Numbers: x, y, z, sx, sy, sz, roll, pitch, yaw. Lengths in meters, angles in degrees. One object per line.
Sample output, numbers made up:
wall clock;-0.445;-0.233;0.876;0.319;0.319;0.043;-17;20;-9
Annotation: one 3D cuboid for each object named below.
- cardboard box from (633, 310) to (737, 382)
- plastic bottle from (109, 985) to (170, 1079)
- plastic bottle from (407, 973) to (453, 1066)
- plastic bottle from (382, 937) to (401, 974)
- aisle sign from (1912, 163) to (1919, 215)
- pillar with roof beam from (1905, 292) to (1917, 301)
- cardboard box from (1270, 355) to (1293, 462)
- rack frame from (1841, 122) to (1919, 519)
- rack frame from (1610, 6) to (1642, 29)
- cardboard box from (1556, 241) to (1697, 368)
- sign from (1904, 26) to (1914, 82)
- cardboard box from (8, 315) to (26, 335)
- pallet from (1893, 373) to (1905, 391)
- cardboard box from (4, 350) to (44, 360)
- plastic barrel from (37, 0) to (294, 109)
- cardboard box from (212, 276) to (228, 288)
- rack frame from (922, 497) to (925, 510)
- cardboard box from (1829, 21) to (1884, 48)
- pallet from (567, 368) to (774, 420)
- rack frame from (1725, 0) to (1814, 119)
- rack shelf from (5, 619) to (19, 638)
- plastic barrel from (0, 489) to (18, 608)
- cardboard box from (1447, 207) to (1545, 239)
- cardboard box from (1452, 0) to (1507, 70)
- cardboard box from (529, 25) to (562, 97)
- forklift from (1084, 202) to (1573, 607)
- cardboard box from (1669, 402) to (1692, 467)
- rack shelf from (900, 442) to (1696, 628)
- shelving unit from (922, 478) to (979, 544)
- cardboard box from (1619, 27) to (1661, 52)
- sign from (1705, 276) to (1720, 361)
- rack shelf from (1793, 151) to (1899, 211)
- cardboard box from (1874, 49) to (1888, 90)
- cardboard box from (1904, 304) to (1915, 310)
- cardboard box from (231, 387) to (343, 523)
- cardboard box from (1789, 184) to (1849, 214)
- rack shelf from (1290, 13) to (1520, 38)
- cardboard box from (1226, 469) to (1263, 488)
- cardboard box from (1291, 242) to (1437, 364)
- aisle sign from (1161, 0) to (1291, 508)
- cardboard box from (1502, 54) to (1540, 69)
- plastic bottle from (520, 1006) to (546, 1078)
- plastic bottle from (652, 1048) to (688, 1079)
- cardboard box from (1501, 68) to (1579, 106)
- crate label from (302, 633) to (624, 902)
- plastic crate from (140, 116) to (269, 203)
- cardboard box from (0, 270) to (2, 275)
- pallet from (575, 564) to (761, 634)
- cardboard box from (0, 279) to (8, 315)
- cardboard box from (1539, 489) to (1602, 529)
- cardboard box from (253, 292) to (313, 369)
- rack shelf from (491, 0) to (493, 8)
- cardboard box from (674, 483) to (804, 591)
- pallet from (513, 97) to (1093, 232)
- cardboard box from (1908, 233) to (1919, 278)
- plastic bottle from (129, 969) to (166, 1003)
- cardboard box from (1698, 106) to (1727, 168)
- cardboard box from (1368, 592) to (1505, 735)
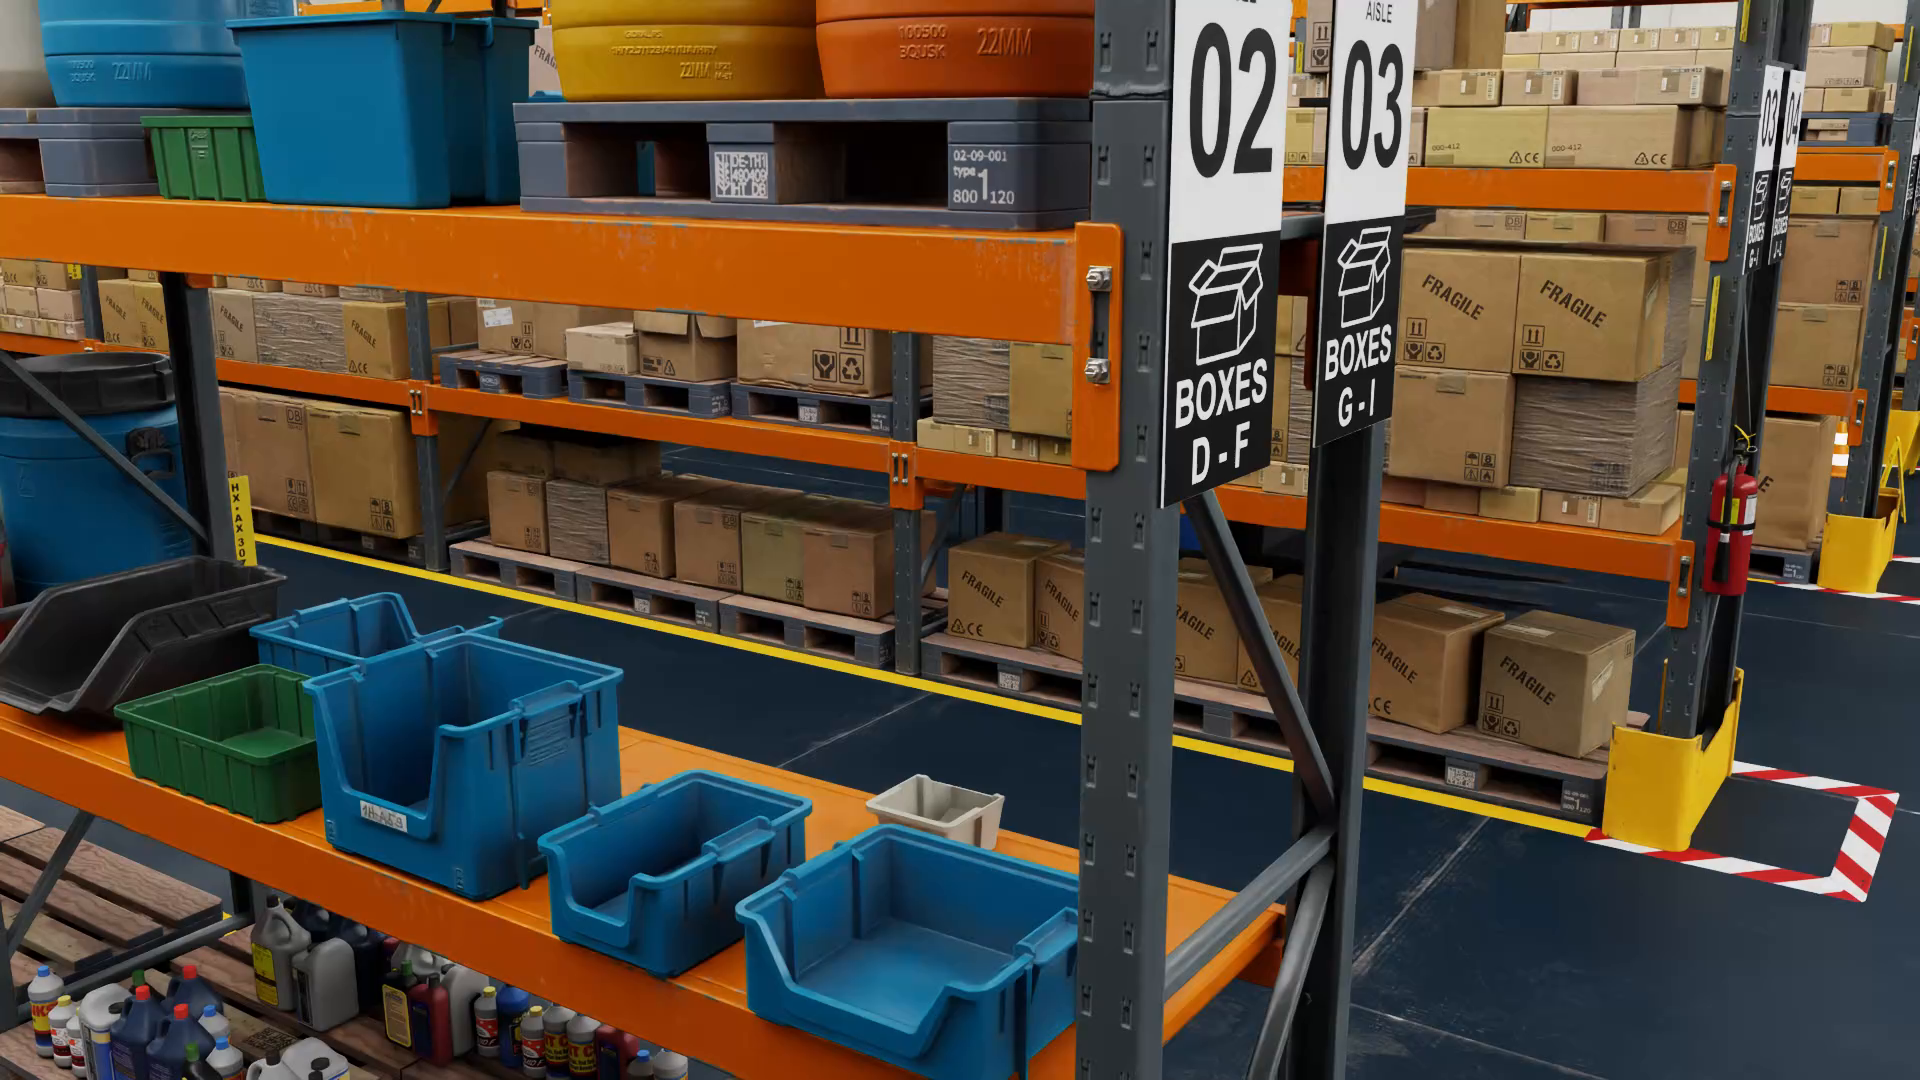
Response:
cardboard box;-1.525;-1.268;10.115;0.637;0.503;0.797;11;18;38
plastic bottle;-2.361;1.451;4.817;0.185;0.351;0.144;10;17;34
plastic bottle;-1.603;1.434;5.024;0.133;0.283;0.061;9;17;33
plastic bottle;-1.786;1.361;5.322;0.133;0.283;0.061;11;17;37
aisle sign;6.363;-2.551;10.977;0.004;0.787;0.394;9;17;33
pillar with roof beam;9.105;-5.557;16.043;0.400;9.000;9.100;9;17;33
cardboard box;1.562;-0.724;8.178;0.500;0.500;0.875;9;17;33
rack frame;6.136;-1.239;11.086;0.127;3.000;1.000;9;17;33
rack frame;8.263;-6.678;20.574;0.127;3.000;1.000;9;17;33
cardboard box;2.980;-1.070;7.495;0.500;0.500;0.500;9;17;33
sign;5.822;-2.980;10.199;0.005;0.325;0.100;9;17;33
cardboard box;-7.749;-1.830;13.996;0.250;0.149;0.380;10;17;34
pallet;10.924;-1.970;19.844;1.213;0.211;1.003;9;17;33
cardboard box;-7.923;-1.271;14.761;0.875;0.875;0.875;9;17;33
plastic barrel;-2.033;-1.561;4.227;0.708;0.901;0.600;9;17;33
cardboard box;-5.575;-2.230;12.794;0.637;0.503;0.797;9;17;33
rack frame;-0.340;-0.637;12.401;0.015;1.200;0.240;9;17;33
cardboard box;5.667;-3.190;10.507;0.250;0.149;0.380;9;17;33
pallet;-1.688;-0.986;10.463;1.213;0.211;1.003;9;17;33
rack frame;3.284;-3.176;6.425;0.127;3.000;1.000;9;17;33
rack shelf;-4.459;0.268;6.493;4.000;0.370;1.077;9;17;33
plastic barrel;-3.471;-0.051;6.002;0.433;0.535;0.433;0;14;0
cardboard box;3.997;-2.166;12.270;0.550;0.550;0.875;9;17;33
cardboard box;2.203;-2.408;7.699;0.500;0.500;0.500;9;17;33
cardboard box;-2.267;-2.835;10.041;0.500;0.500;0.500;9;16;31
forklift;2.361;-1.076;10.571;3.031;2.935;1.130;8;16;30
cardboard box;4.805;-0.607;12.080;0.875;0.875;0.875;9;16;32
rack shelf;1.625;-0.183;8.316;4.000;0.370;1.077;9;17;33
shelving unit;-0.137;-0.605;12.269;0.503;1.200;0.258;9;17;33
cardboard box;4.613;-3.361;11.196;0.250;0.149;0.380;9;16;32
sign;2.958;-0.871;6.533;0.005;0.325;0.100;9;17;33
rack shelf;4.477;-2.614;11.896;4.000;0.370;1.077;9;17;33
cardboard box;5.879;-3.135;11.114;0.500;0.250;0.500;9;17;33
cardboard box;11.026;-2.584;19.286;0.500;0.250;0.500;10;17;35
cardboard box;-4.650;-0.727;12.564;0.875;0.875;1.225;9;17;33
cardboard box;7.854;-3.012;15.341;0.500;0.500;0.700;9;17;33
rack shelf;3.836;-5.413;17.792;4.000;0.370;1.077;9;17;33
cardboard box;1.461;-0.366;8.084;0.250;0.149;0.380;9;17;33
cardboard box;1.858;-1.100;7.616;0.500;0.500;0.500;9;17;33
aisle sign;0.414;-0.469;2.566;0.004;0.787;0.394;9;17;33
cardboard box;3.905;-3.299;11.777;0.500;0.250;0.500;9;16;32
plastic bottle;-1.260;1.491;4.967;0.097;0.201;0.097;0;14;0
plastic bottle;-0.810;1.529;4.665;0.097;0.271;0.097;0;14;0
cardboard box;2.441;-1.889;6.950;0.250;0.149;0.380;8;16;30
crate label;-1.158;0.514;3.931;0.616;0.435;0.502;9;17;33
plastic crate;-1.642;-0.900;3.914;0.450;0.188;0.336;9;17;33
cardboard box;-8.599;-2.333;15.197;0.500;0.250;0.500;9;16;31
pallet;-1.698;0.286;10.729;1.213;0.211;1.003;9;17;33
cardboard box;-8.040;-2.089;14.212;0.500;0.250;0.500;10;17;34
cardboard box;2.726;-0.172;7.300;0.250;0.149;0.380;9;17;33
cardboard box;-4.745;-1.539;12.089;0.500;0.500;0.500;9;16;31
rack shelf;-5.013;-3.973;11.977;4.000;0.370;1.077;9;17;33
cardboard box;-1.382;-0.030;10.487;0.500;0.500;0.700;8;16;28
pallet;-0.112;-0.771;3.346;1.213;0.211;1.003;9;17;33
cardboard box;11.027;-3.292;19.171;0.500;0.500;0.500;9;16;32
plastic bottle;-2.437;1.439;5.004;0.133;0.283;0.061;9;17;33
cardboard box;3.029;-1.763;7.273;0.500;0.250;0.500;10;17;34
cardboard box;2.260;0.585;8.044;0.500;0.500;0.500;-12;18;-39
